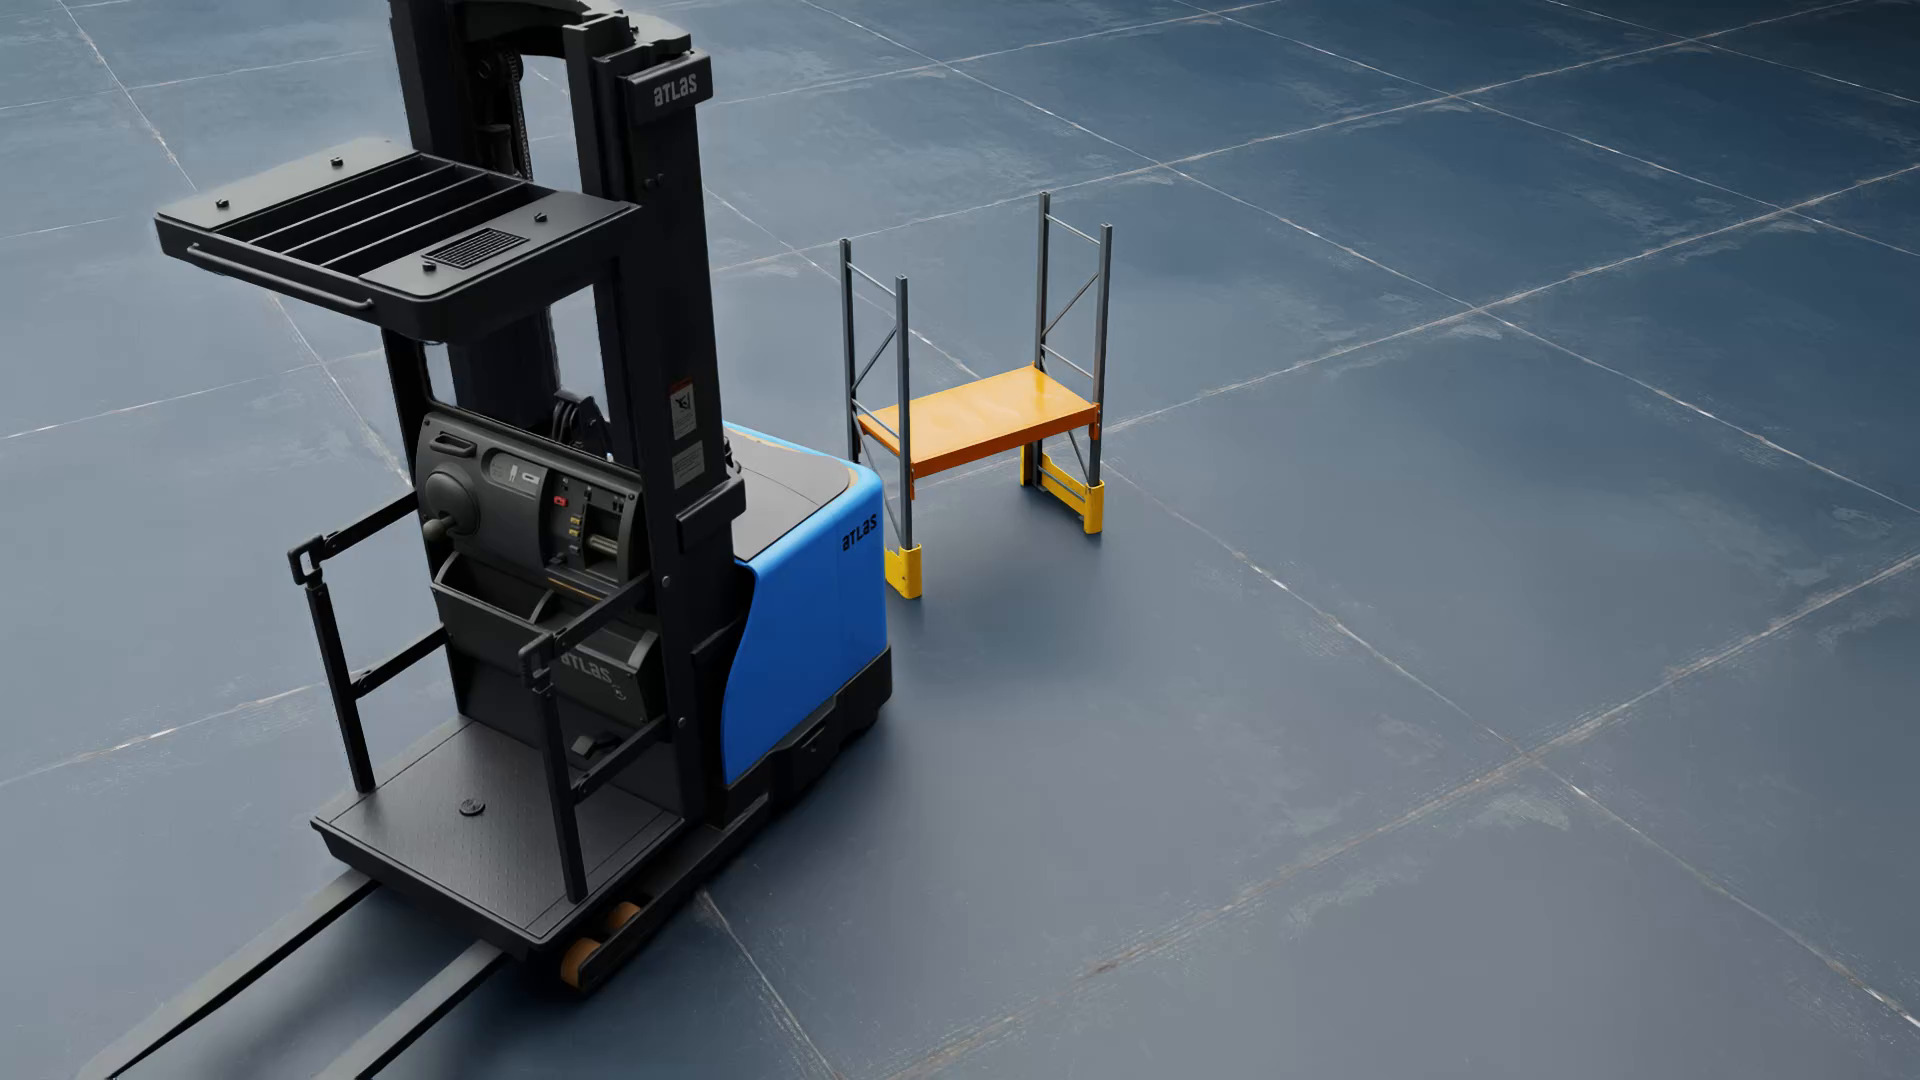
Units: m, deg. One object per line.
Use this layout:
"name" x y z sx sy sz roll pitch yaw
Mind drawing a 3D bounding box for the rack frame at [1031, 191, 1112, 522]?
"rack frame" 0.499 -0.806 7.622 0.032 1.500 0.500 -19 37 -27

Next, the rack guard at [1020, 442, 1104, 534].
"rack guard" 0.483 -0.272 7.946 0.087 0.250 0.587 -19 37 -27

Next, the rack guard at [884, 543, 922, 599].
"rack guard" -0.355 0.016 7.490 0.087 0.250 0.587 -19 37 -27

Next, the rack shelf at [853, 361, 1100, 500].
"rack shelf" 0.072 -0.507 7.485 1.000 0.185 0.538 -19 37 -27

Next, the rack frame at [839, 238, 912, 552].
"rack frame" -0.356 -0.512 7.156 0.032 1.500 0.500 -19 37 -27

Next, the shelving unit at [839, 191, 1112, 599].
"shelving unit" 0.064 -0.656 7.385 1.083 1.500 0.587 -19 37 -27

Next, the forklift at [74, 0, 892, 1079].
"forklift" -1.486 -0.060 5.098 1.130 2.935 3.031 19 37 27
